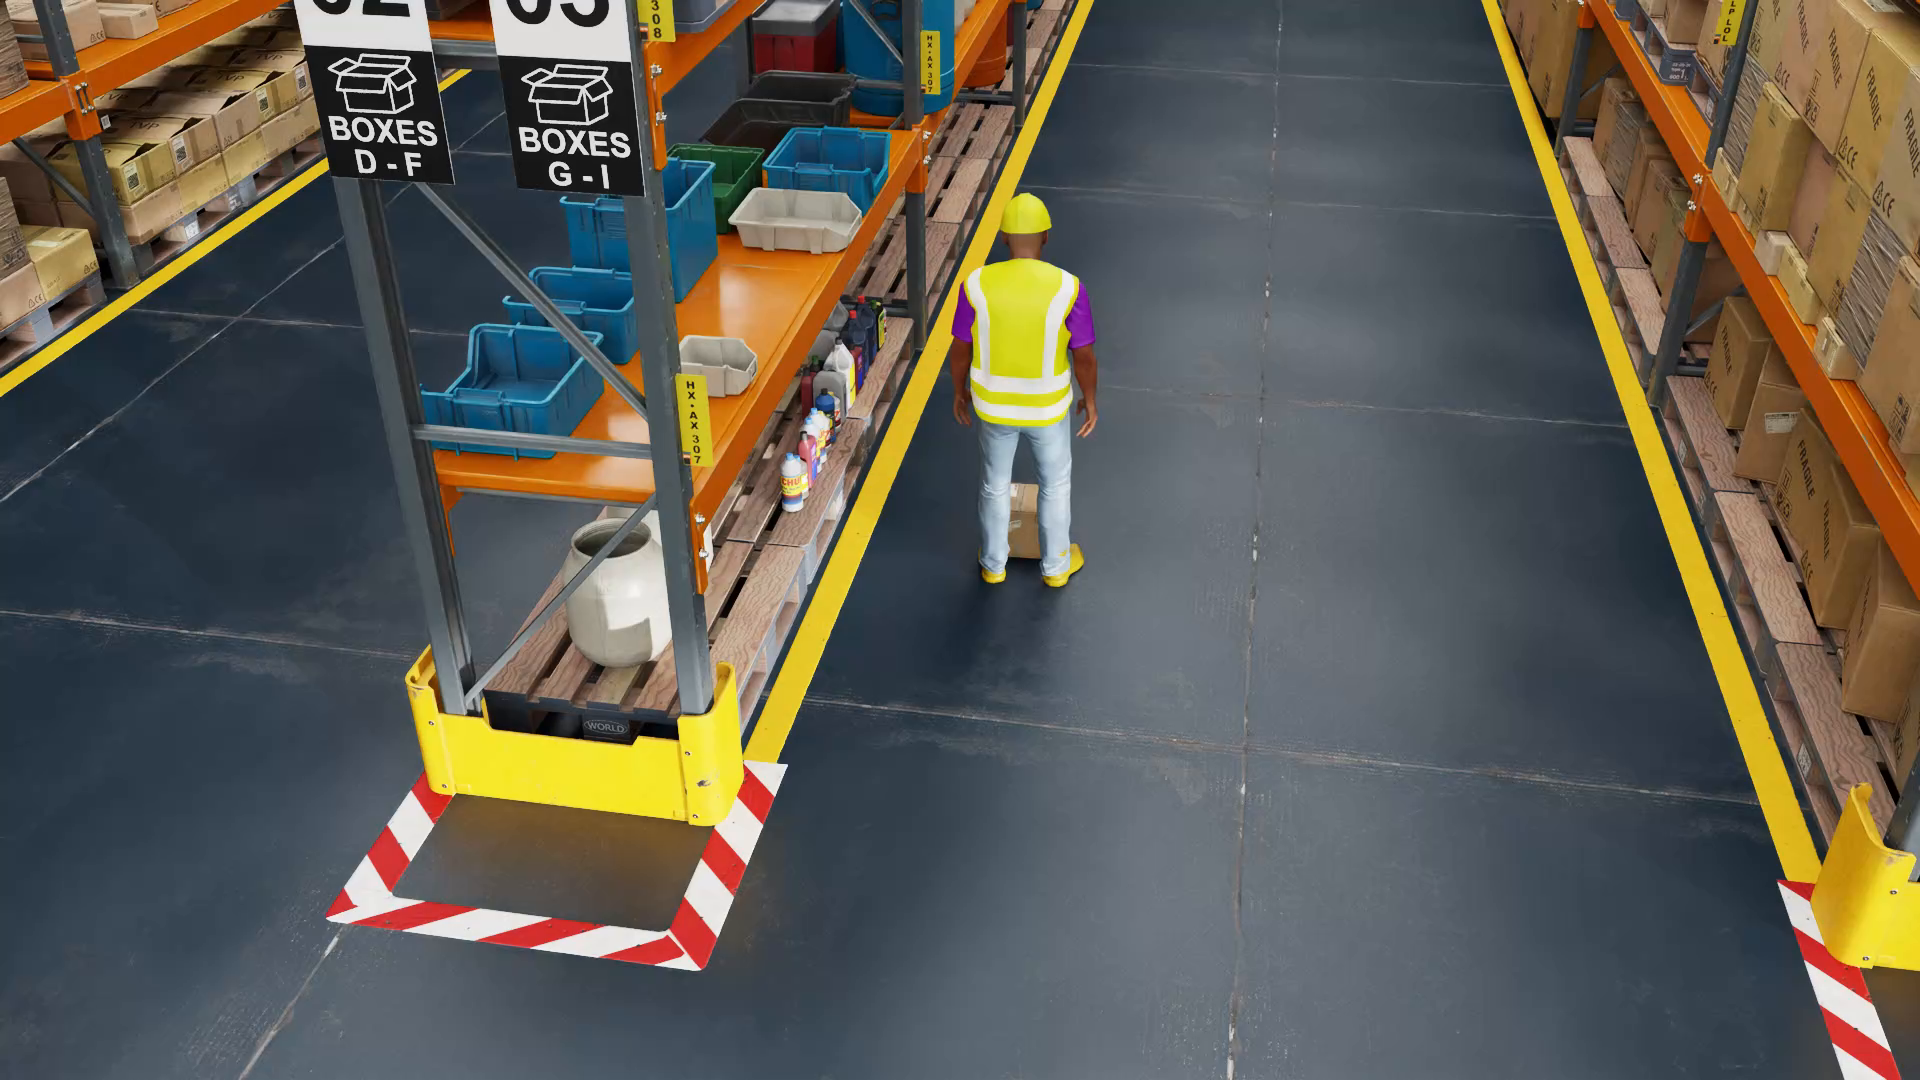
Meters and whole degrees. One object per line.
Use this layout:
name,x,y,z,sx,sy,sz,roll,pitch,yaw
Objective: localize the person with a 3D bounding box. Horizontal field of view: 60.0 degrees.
person,0.274,-0.606,7.082,0.627,1.760,0.459,5,33,8
